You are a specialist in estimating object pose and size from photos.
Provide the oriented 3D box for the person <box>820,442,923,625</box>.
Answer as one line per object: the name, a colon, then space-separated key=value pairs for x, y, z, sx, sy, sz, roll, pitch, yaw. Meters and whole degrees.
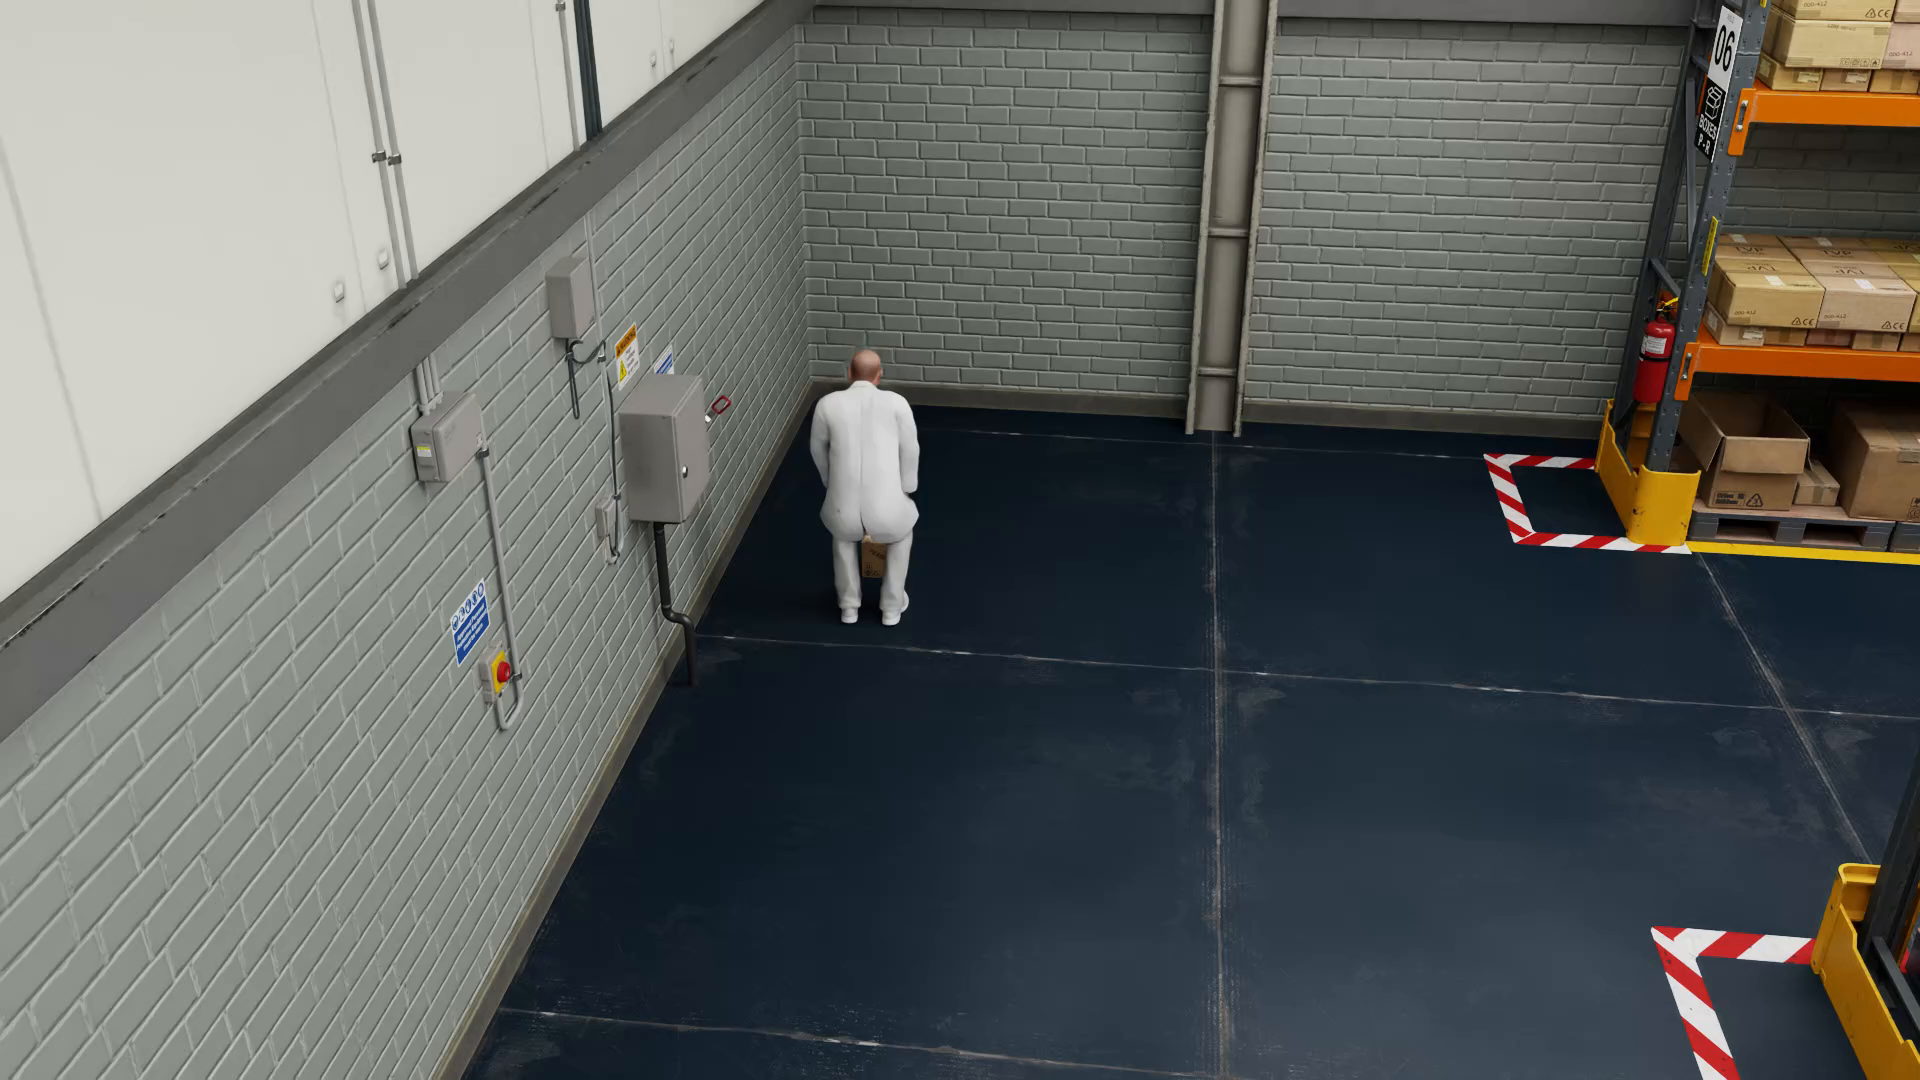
person: x=-0.495 y=-0.115 z=9.666 sx=0.590 sy=1.009 sz=0.943 roll=2 pitch=28 yaw=4
